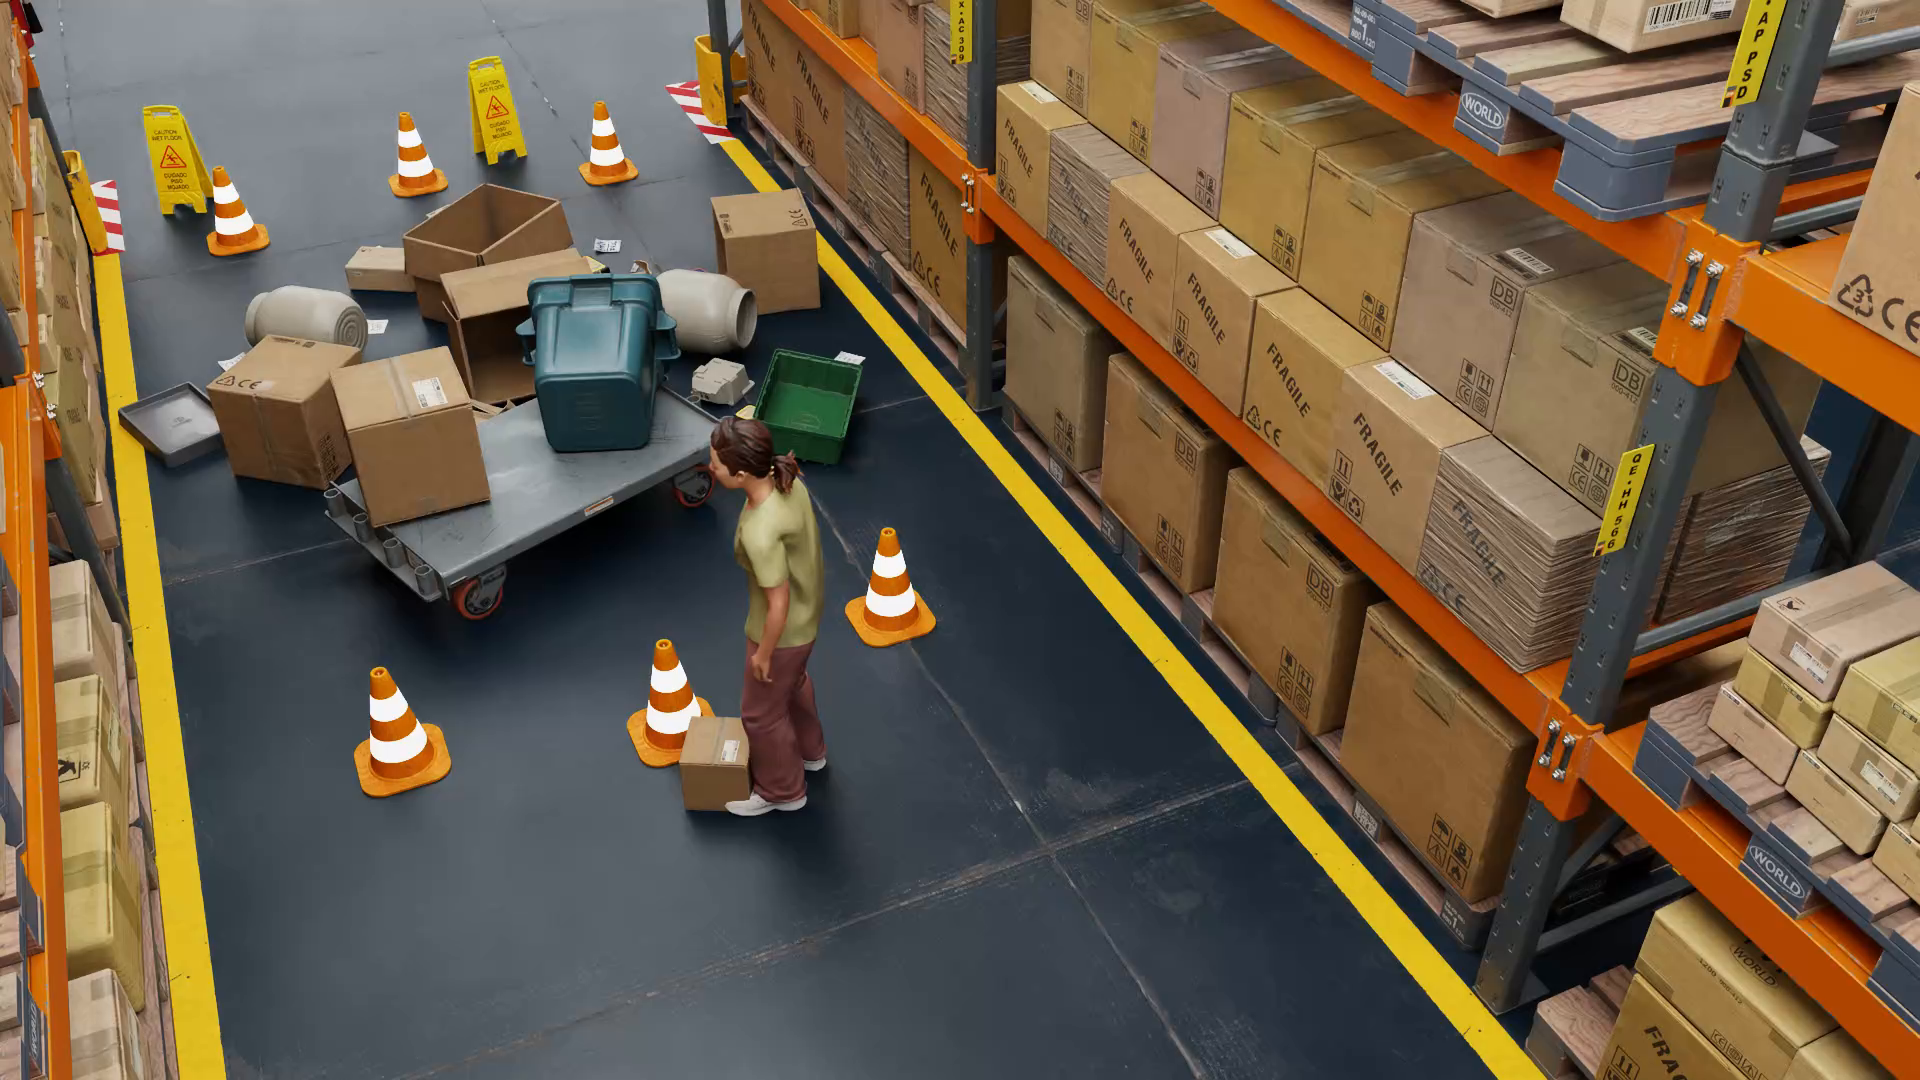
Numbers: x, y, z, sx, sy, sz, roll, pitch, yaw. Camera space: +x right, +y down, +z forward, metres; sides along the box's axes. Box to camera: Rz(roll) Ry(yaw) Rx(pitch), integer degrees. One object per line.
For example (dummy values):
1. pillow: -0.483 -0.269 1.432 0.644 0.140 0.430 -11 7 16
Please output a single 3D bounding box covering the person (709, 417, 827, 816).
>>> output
1. person: -0.671 0.280 5.785 0.406 1.673 0.499 3 37 4
